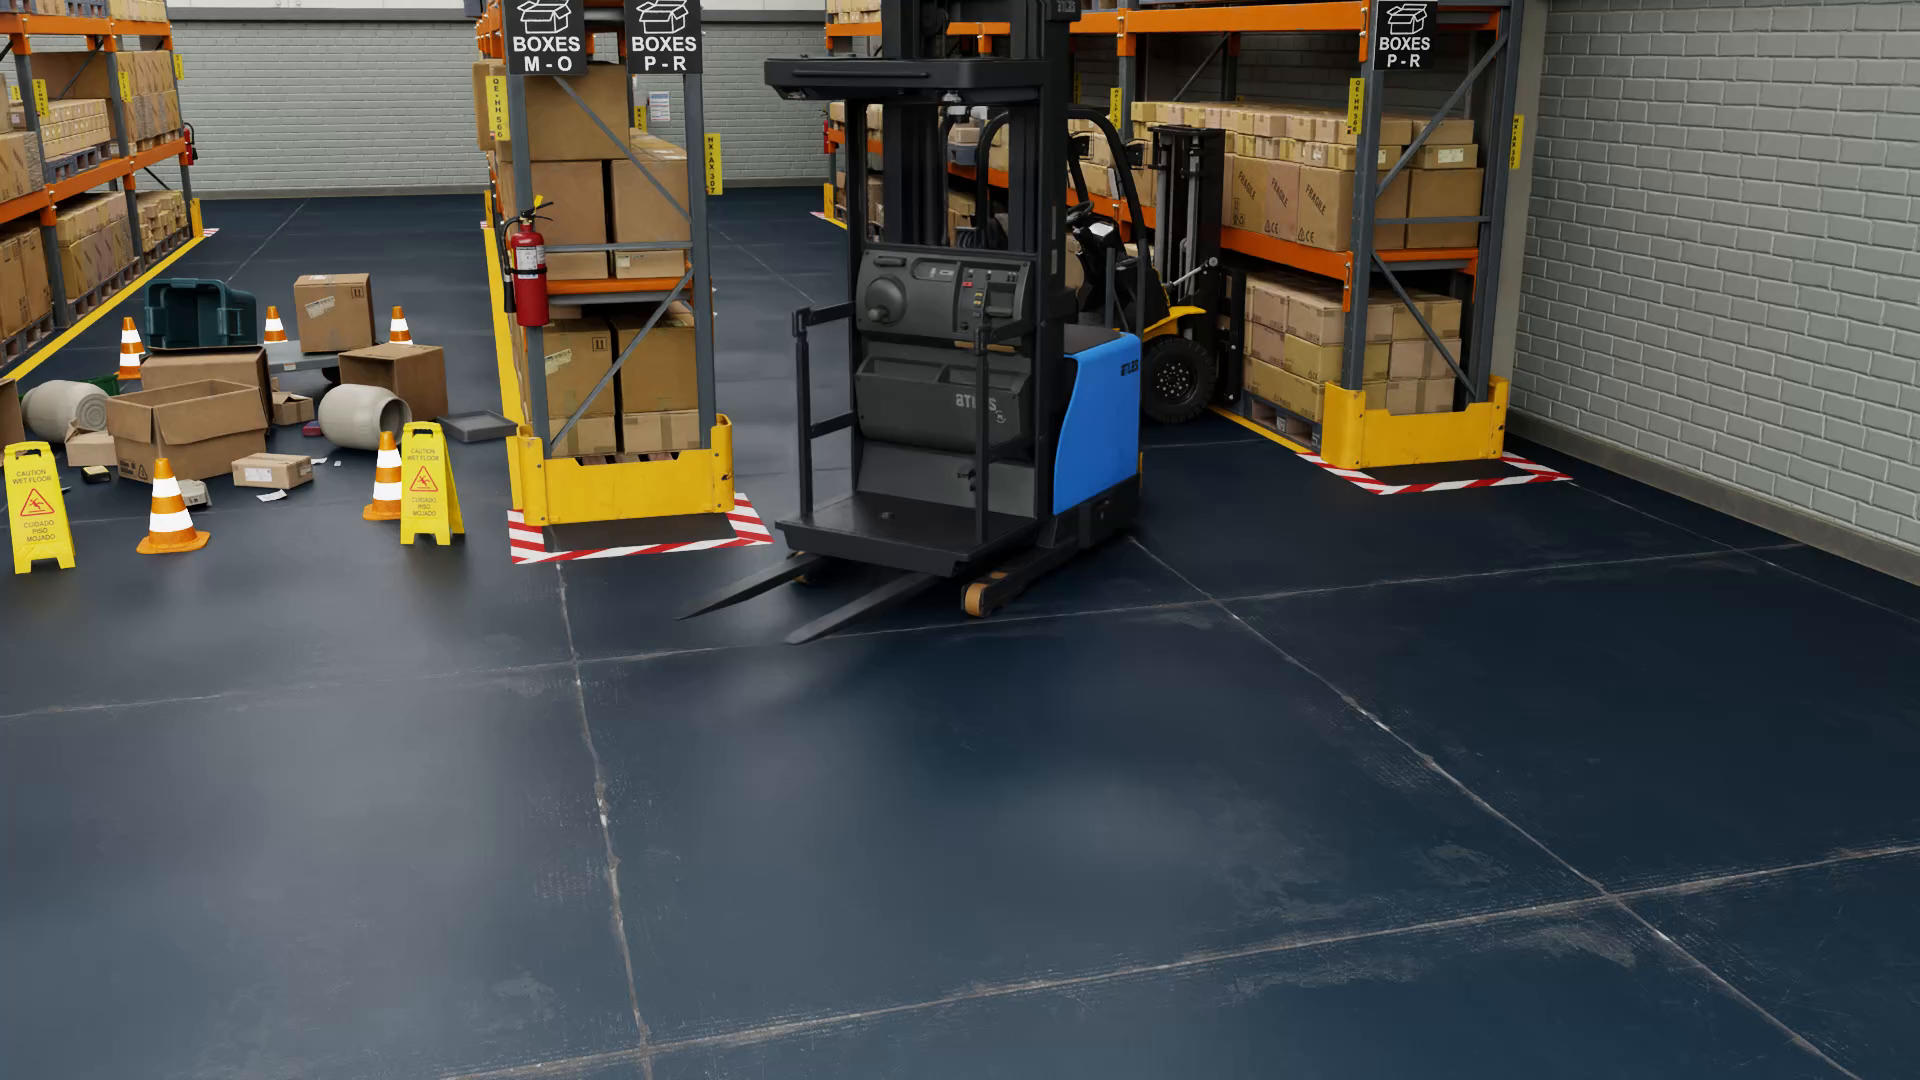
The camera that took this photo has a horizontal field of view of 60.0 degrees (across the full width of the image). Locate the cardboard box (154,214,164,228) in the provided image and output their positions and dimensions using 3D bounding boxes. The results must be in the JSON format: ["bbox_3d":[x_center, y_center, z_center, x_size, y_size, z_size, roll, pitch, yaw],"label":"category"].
[{"bbox_3d":[-10.079,-3.940,20.564,0.380,0.149,0.250,-5,17,-16],"label":"cardboard box"}]

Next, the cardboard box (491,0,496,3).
[{"bbox_3d":[-2.699,-3.396,10.265,0.380,0.149,0.250,-5,17,-16],"label":"cardboard box"}]

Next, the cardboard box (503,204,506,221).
[{"bbox_3d":[-3.188,-2.455,12.348,0.380,0.149,0.250,-5,17,-16],"label":"cardboard box"}]

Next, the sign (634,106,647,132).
[{"bbox_3d":[-2.447,-3.148,12.712,0.100,0.325,0.005,-5,17,-15],"label":"sign"}]

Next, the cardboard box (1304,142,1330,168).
[{"bbox_3d":[2.441,-2.476,10.678,0.380,0.149,0.250,-4,17,-14],"label":"cardboard box"}]

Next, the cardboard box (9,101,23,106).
[{"bbox_3d":[-10.080,-4.554,17.572,0.380,0.149,0.250,-5,17,-15],"label":"cardboard box"}]

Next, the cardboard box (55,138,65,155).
[{"bbox_3d":[-8.950,-3.819,16.158,0.380,0.149,0.250,-4,17,-13],"label":"cardboard box"}]

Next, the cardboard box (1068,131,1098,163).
[{"bbox_3d":[1.276,-3.506,14.803,0.500,0.250,0.500,-5,17,-17],"label":"cardboard box"}]

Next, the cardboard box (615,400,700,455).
[{"bbox_3d":[-1.823,-0.711,10.154,0.500,0.250,0.500,-5,17,-16],"label":"cardboard box"}]

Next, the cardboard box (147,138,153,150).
[{"bbox_3d":[-10.068,-4.826,20.240,0.380,0.149,0.250,-4,17,-13],"label":"cardboard box"}]

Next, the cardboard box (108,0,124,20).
[{"bbox_3d":[-9.770,-5.995,18.743,0.500,0.250,0.500,-4,17,-12],"label":"cardboard box"}]

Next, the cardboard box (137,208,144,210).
[{"bbox_3d":[-9.928,-3.861,19.782,0.380,0.149,0.250,-5,17,-16],"label":"cardboard box"}]

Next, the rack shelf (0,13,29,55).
[{"bbox_3d":[-8.248,-3.914,12.804,1.077,0.370,4.000,-5,17,-15],"label":"rack shelf"}]

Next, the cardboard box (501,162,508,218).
[{"bbox_3d":[-2.828,-2.458,11.229,0.500,0.500,0.500,-5,17,-16],"label":"cardboard box"}]

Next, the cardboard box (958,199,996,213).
[{"bbox_3d":[0.192,-3.768,18.771,0.380,0.149,0.250,-5,18,-17],"label":"cardboard box"}]

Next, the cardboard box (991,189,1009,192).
[{"bbox_3d":[0.422,-4.103,19.884,0.380,0.149,0.250,-5,18,-17],"label":"cardboard box"}]

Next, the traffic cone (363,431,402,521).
[{"bbox_3d":[-3.226,-0.383,9.424,0.336,0.463,0.334,-5,17,-15],"label":"traffic cone"}]

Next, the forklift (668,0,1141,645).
[{"bbox_3d":[-0.193,-1.191,7.821,1.130,2.935,3.031,10,19,29],"label":"forklift"}]

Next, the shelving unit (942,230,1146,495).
[{"bbox_3d":[0.468,-0.994,9.652,1.083,1.500,0.587,9,19,27],"label":"shelving unit"}]

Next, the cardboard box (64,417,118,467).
[{"bbox_3d":[-5.455,-0.629,10.586,0.396,0.266,0.258,-2,17,-6],"label":"cardboard box"}]

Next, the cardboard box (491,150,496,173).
[{"bbox_3d":[-4.454,-3.842,16.789,0.500,0.250,0.500,-5,18,-17],"label":"cardboard box"}]

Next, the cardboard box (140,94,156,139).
[{"bbox_3d":[-10.037,-5.107,20.049,0.500,0.500,0.500,-5,17,-16],"label":"cardboard box"}]

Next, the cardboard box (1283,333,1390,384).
[{"bbox_3d":[2.470,-1.209,10.942,0.500,0.250,0.500,-5,17,-16],"label":"cardboard box"}]

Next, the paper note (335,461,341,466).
[{"bbox_3d":[-3.950,-0.487,10.556,0.032,0.001,0.123,-5,17,-15],"label":"paper note"}]

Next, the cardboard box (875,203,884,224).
[{"bbox_3d":[-0.927,-4.416,22.460,0.396,0.266,0.258,-4,17,-13],"label":"cardboard box"}]

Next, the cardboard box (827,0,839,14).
[{"bbox_3d":[-1.634,-7.764,24.113,0.500,0.250,0.500,-5,17,-16],"label":"cardboard box"}]

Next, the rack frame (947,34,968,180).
[{"bbox_3d":[-0.393,-5.294,21.363,1.000,3.000,0.127,-5,17,-15],"label":"rack frame"}]

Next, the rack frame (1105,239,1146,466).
[{"bbox_3d":[0.925,-0.924,9.419,0.032,1.500,0.500,9,19,27],"label":"rack frame"}]

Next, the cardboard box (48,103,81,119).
[{"bbox_3d":[-9.241,-4.391,17.029,0.380,0.149,0.250,-6,18,-18],"label":"cardboard box"}]

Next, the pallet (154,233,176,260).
[{"bbox_3d":[-10.454,-3.667,20.793,1.003,0.211,1.213,-5,17,-15],"label":"pallet"}]

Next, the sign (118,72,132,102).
[{"bbox_3d":[-9.364,-5.081,18.640,0.100,0.325,0.005,-5,17,-15],"label":"sign"}]

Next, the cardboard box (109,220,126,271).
[{"bbox_3d":[-9.310,-3.159,17.869,0.500,0.500,0.500,-5,17,-17],"label":"cardboard box"}]

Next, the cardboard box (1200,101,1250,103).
[{"bbox_3d":[2.183,-3.518,13.631,0.380,0.149,0.250,-5,17,-15],"label":"cardboard box"}]

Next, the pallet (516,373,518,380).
[{"bbox_3d":[-3.182,-1.568,13.804,1.003,0.211,1.213,-5,17,-15],"label":"pallet"}]

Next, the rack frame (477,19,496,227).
[{"bbox_3d":[-6.264,-6.007,23.737,1.000,3.000,0.127,-5,17,-15],"label":"rack frame"}]

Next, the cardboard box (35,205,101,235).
[{"bbox_3d":[-9.017,-3.226,16.790,0.500,0.250,0.500,-5,17,-15],"label":"cardboard box"}]

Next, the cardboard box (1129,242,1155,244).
[{"bbox_3d":[1.651,-2.289,14.755,0.875,0.625,0.625,-4,17,-13],"label":"cardboard box"}]

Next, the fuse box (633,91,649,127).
[{"bbox_3d":[-5.776,-7.074,29.527,0.539,1.711,0.414,-5,17,-15],"label":"fuse box"}]

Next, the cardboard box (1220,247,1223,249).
[{"bbox_3d":[2.126,-2.324,13.785,0.500,0.250,0.500,-4,17,-14],"label":"cardboard box"}]

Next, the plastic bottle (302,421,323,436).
[{"bbox_3d":[-4.415,-0.775,11.427,0.133,0.061,0.283,-2,17,-6],"label":"plastic bottle"}]

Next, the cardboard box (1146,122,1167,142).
[{"bbox_3d":[1.712,-3.259,13.288,0.380,0.149,0.250,-4,17,-14],"label":"cardboard box"}]

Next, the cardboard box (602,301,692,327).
[{"bbox_3d":[-1.978,-1.221,10.548,0.500,0.500,0.500,-5,18,-17],"label":"cardboard box"}]

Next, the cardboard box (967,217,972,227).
[{"bbox_3d":[0.383,-3.292,18.312,0.500,0.500,0.500,-4,17,-14],"label":"cardboard box"}]

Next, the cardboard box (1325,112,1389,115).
[{"bbox_3d":[2.742,-2.873,11.485,0.380,0.149,0.250,-4,17,-14],"label":"cardboard box"}]

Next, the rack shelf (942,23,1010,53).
[{"bbox_3d":[0.156,-5.833,19.193,1.077,0.370,4.000,-5,17,-15],"label":"rack shelf"}]

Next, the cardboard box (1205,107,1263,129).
[{"bbox_3d":[2.038,-3.121,12.309,0.380,0.149,0.250,-5,17,-15],"label":"cardboard box"}]

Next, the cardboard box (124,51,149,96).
[{"bbox_3d":[-10.052,-5.579,19.881,0.500,0.500,0.500,-4,17,-14],"label":"cardboard box"}]

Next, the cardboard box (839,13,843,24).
[{"bbox_3d":[-1.508,-7.391,23.564,0.380,0.149,0.250,-4,17,-14],"label":"cardboard box"}]

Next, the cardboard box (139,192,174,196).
[{"bbox_3d":[-10.593,-4.508,21.937,0.380,0.149,0.250,-4,17,-14],"label":"cardboard box"}]

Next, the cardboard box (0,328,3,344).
[{"bbox_3d":[-8.217,-1.824,12.991,1.050,0.750,0.750,-5,17,-15],"label":"cardboard box"}]

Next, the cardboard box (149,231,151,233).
[{"bbox_3d":[-9.997,-3.648,20.108,0.380,0.149,0.250,-5,17,-16],"label":"cardboard box"}]

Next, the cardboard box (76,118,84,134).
[{"bbox_3d":[-9.232,-4.246,17.063,0.380,0.149,0.250,-5,17,-15],"label":"cardboard box"}]

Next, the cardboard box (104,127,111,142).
[{"bbox_3d":[-9.597,-4.468,18.319,0.380,0.149,0.250,-5,17,-17],"label":"cardboard box"}]

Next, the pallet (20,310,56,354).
[{"bbox_3d":[-8.653,-1.816,14.629,1.003,0.211,1.213,-5,17,-15],"label":"pallet"}]

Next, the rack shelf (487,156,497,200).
[{"bbox_3d":[-4.615,-4.003,18.315,1.077,0.370,4.000,-5,17,-15],"label":"rack shelf"}]

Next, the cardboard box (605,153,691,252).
[{"bbox_3d":[-1.731,-1.925,9.455,0.500,0.500,0.500,-5,17,-16],"label":"cardboard box"}]
